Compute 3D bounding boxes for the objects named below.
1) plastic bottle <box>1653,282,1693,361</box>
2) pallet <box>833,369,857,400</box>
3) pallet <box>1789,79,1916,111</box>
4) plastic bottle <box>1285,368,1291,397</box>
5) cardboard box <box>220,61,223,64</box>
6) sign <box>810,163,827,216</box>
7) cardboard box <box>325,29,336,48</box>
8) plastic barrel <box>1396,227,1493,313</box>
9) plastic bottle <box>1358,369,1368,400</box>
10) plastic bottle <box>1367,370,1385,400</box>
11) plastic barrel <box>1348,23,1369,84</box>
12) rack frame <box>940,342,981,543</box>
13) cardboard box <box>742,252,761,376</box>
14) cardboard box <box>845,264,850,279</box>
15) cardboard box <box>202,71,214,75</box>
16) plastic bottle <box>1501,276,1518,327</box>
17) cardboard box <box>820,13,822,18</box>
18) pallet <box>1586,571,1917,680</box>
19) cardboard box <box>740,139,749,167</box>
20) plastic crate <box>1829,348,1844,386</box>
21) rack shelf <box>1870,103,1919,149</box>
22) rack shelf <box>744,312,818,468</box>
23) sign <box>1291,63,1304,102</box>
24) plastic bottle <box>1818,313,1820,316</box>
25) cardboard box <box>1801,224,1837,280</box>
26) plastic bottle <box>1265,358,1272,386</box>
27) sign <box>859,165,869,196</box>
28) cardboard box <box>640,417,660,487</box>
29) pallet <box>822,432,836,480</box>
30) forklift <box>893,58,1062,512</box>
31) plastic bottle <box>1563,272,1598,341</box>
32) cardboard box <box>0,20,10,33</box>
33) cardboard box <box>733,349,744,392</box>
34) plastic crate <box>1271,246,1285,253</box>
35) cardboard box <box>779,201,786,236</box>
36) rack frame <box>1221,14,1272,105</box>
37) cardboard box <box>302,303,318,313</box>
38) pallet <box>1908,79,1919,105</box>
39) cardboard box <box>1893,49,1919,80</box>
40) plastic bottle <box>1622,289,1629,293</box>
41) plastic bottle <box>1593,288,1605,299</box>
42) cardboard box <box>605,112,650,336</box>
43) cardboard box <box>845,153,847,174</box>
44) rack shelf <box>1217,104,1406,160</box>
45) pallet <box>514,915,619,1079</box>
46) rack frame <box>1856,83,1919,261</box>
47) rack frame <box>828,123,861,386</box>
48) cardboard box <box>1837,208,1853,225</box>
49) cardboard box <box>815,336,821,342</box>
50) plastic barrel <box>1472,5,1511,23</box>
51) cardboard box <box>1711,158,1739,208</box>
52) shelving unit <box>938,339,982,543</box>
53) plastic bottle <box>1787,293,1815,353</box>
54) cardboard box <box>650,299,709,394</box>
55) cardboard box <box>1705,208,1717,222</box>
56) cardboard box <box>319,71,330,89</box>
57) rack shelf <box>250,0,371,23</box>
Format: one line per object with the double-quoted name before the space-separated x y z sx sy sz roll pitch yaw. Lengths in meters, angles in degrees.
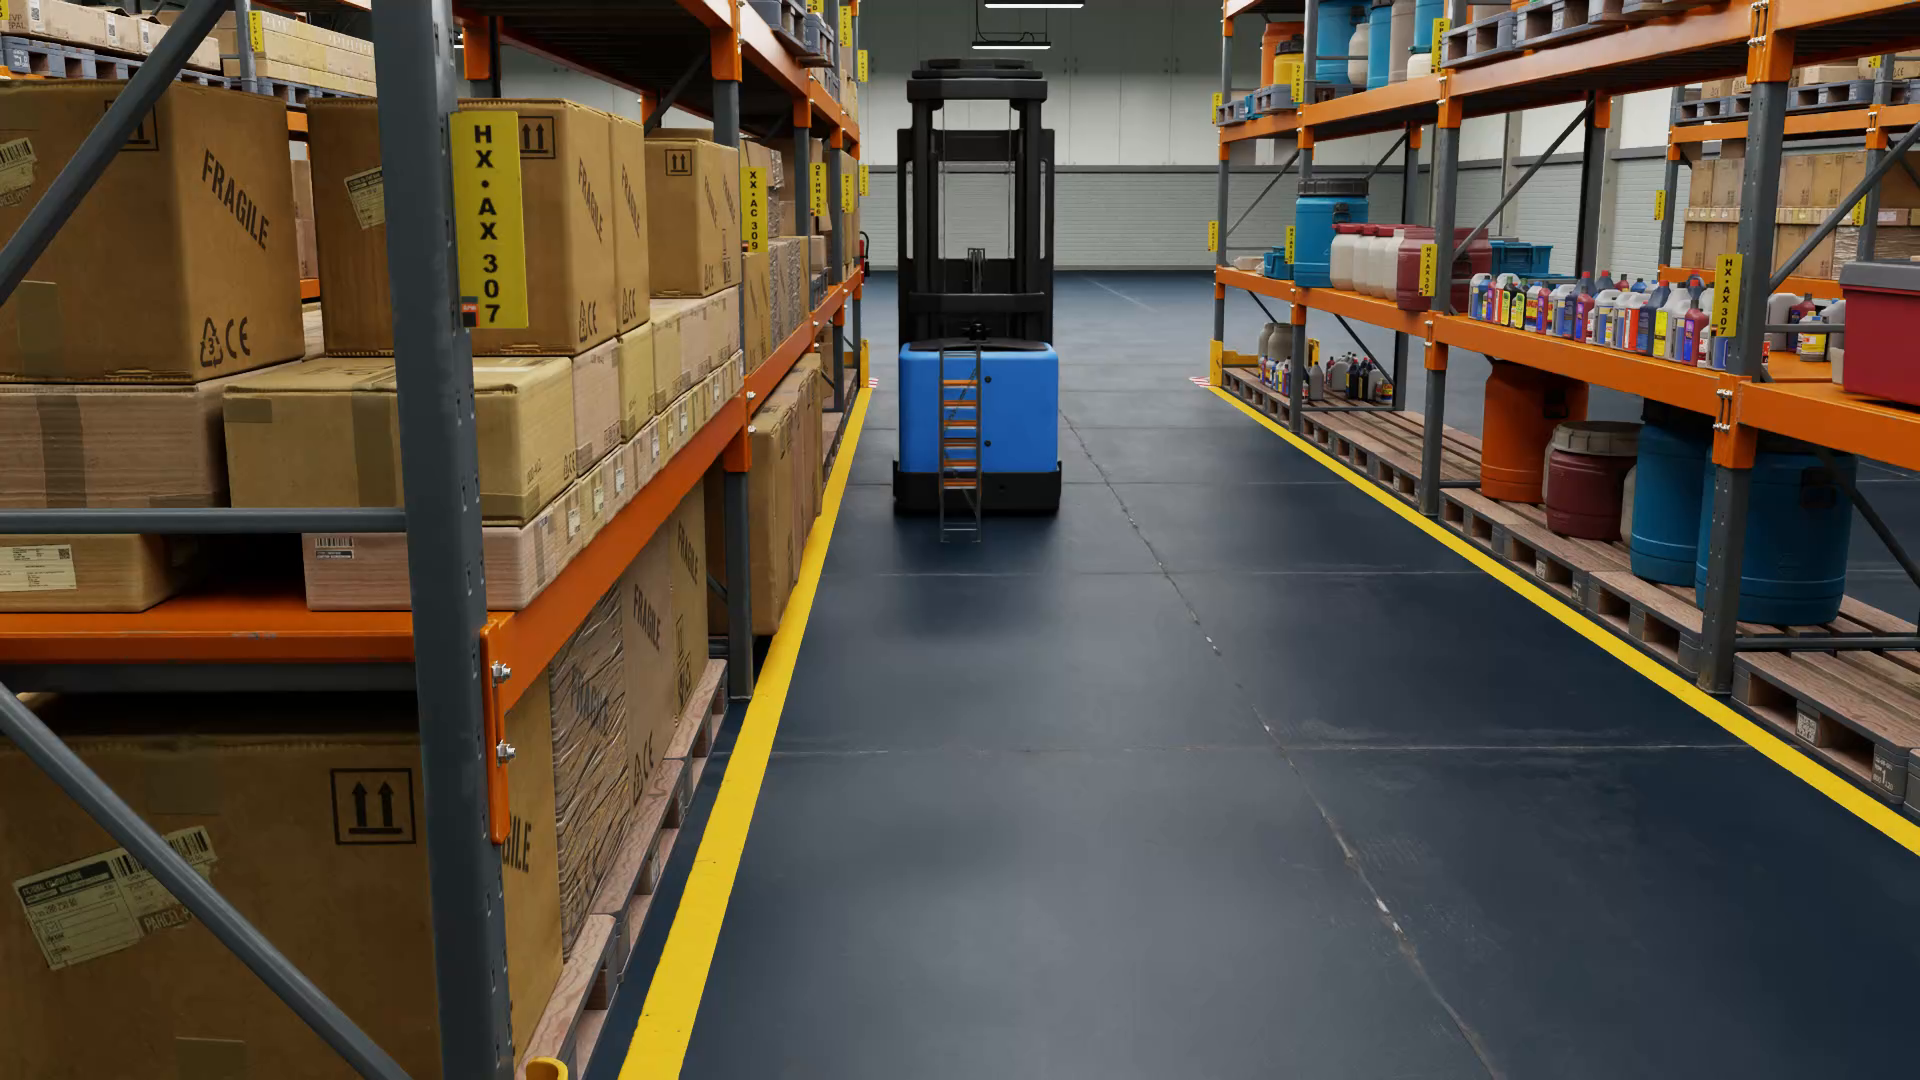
"plastic bottle" 3.250 -0.995 7.545 0.144 0.351 0.185 0 11 -1
"pallet" -1.621 -1.660 17.710 1.003 0.211 1.213 0 11 -1
"pallet" 8.340 -4.044 15.128 1.003 0.211 1.213 0 11 -1
"plastic bottle" 3.125 -1.511 15.518 0.144 0.351 0.185 -1 11 -4
"cardboard box" -6.749 -4.302 14.496 0.500 0.250 0.500 0 11 -2
"sign" -0.884 -2.183 10.365 0.100 0.325 0.005 0 11 -1
"cardboard box" -6.181 -4.777 15.833 0.380 0.149 0.250 0 11 -1
"plastic barrel" 3.201 -1.791 11.001 0.600 0.536 0.708 0 11 -1
"plastic bottle" 3.722 -1.442 15.346 0.061 0.283 0.133 0 11 -1
"plastic bottle" 3.829 -1.439 15.350 0.152 0.276 0.135 0 11 1
"plastic barrel" 3.618 -4.246 14.560 0.421 0.512 0.421 0 11 0
"rack frame" 0.002 -0.573 9.864 0.240 1.200 0.006 0 11 -1
"cardboard box" -1.115 -0.959 6.992 0.500 0.500 0.500 0 11 -1
"cardboard box" -1.228 -2.528 15.607 0.380 0.149 0.250 0 11 -1
"cardboard box" -6.815 -4.131 14.656 0.380 0.149 0.250 0 11 0
"plastic bottle" 3.166 -1.370 9.561 0.061 0.283 0.133 0 11 -1
"cardboard box" -1.215 -3.672 11.563 0.500 0.500 0.500 -1 11 -3
"pallet" 3.622 0.375 7.681 1.003 0.211 1.213 0 11 -1
"cardboard box" -1.380 -1.622 7.735 0.797 0.503 0.637 0 11 -1
"plastic crate" 3.463 -0.645 6.208 0.396 0.136 0.243 0 11 -1
"rack shelf" 8.425 -3.168 12.395 1.077 0.370 4.000 0 11 -1
"rack shelf" -1.397 -0.863 8.577 1.077 0.370 4.000 0 11 -1
"sign" 2.881 -3.903 14.186 0.100 0.325 0.005 0 11 -1
"plastic bottle" 3.983 -0.950 7.696 0.097 0.201 0.097 0 11 0
"cardboard box" 8.350 -2.690 15.523 0.700 0.500 0.500 0 11 -2
"plastic bottle" 3.081 -1.672 16.513 0.097 0.271 0.097 0 11 0
"sign" -1.048 -3.924 18.149 0.100 0.325 0.005 0 11 -1
"cardboard box" -0.979 -0.227 4.266 0.380 0.149 0.250 0 11 -2
"pallet" -1.475 -0.644 12.701 1.003 0.211 1.213 0 11 -1
"forklift" 0.107 -1.863 11.872 1.130 2.935 3.031 0 11 0
"plastic bottle" 3.227 -1.214 8.625 0.144 0.351 0.185 0 11 -1
"cardboard box" -6.246 -3.282 10.470 0.380 0.149 0.250 -1 11 -3
"cardboard box" -1.022 -0.636 6.279 0.380 0.149 0.250 0 11 -1
"plastic crate" 3.658 -3.052 17.935 0.499 0.251 0.616 0 11 -1
"cardboard box" -1.601 -2.086 11.487 0.700 0.500 0.500 1 12 7
"rack frame" 3.348 -6.164 17.808 1.000 3.000 0.127 0 11 -1
"cardboard box" -6.425 -1.698 15.171 0.875 0.875 0.875 0 11 0
"pallet" 8.414 -3.649 13.439 0.805 0.209 1.217 -1 11 -3
"cardboard box" 8.636 -4.343 14.717 0.500 0.500 0.500 1 11 4
"plastic bottle" 3.937 -1.388 9.858 0.097 0.201 0.097 0 11 0
"plastic bottle" 3.268 -1.148 8.495 0.097 0.271 0.097 0 11 0
"cardboard box" -1.040 -0.761 4.011 0.500 0.500 0.500 -1 11 -3
"cardboard box" -1.288 -3.283 15.182 0.500 0.500 0.500 0 11 -1
"rack shelf" 3.390 -3.944 16.218 1.077 0.370 4.000 0 11 -1
"pallet" -1.368 1.185 3.686 1.003 0.211 1.213 0 11 -1
"rack frame" 8.383 -2.448 14.582 1.000 3.000 0.127 0 11 -1
"rack frame" -1.604 -3.203 18.304 1.000 3.000 0.127 0 11 -1
"cardboard box" 8.160 -2.917 15.012 0.380 0.149 0.250 0 11 -2
"cardboard box" -1.600 -1.705 16.152 0.500 0.500 0.500 -1 12 -6
"plastic barrel" 3.714 -3.513 11.027 0.600 0.901 0.600 0 11 0
"cardboard box" 8.315 -3.720 17.337 0.700 0.500 0.500 -1 11 -3
"shelving unit" 0.000 -0.591 9.954 0.258 1.200 0.189 0 11 -1
"plastic bottle" 3.997 -1.032 7.896 0.061 0.283 0.133 0 11 -1
"cardboard box" -1.060 -0.599 5.097 0.500 0.250 0.500 0 11 0
"cardboard box" 8.105 -3.429 17.535 0.380 0.149 0.250 0 11 -1
"cardboard box" -6.178 -4.337 15.670 0.380 0.149 0.250 0 11 -1
"rack shelf" -6.523 -5.197 15.858 1.077 0.370 4.000 0 11 -1
